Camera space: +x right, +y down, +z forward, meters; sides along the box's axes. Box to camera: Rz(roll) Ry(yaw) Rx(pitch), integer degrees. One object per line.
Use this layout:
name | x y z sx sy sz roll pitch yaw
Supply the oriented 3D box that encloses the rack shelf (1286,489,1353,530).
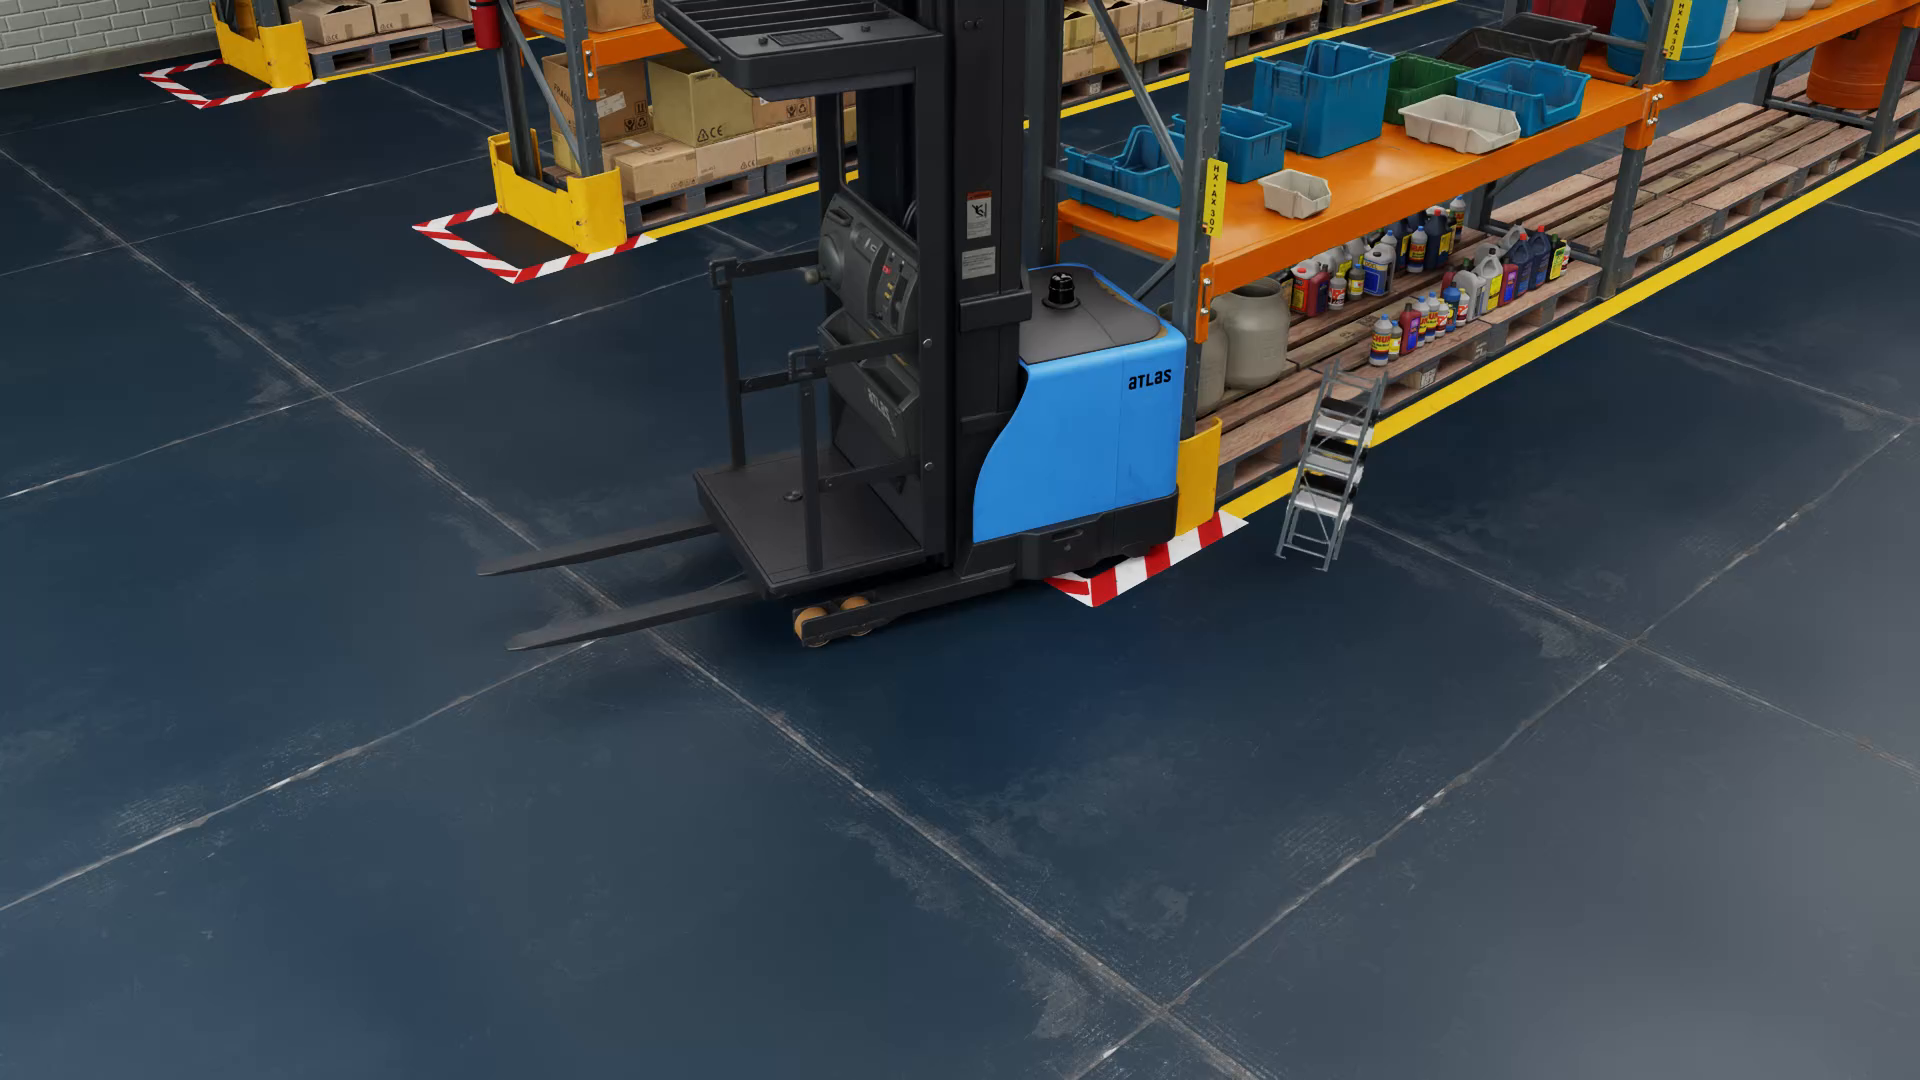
rack shelf | 1.613 -0.137 7.463 0.258 0.077 0.200 18 21 19

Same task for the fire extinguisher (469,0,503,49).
fire extinguisher | -3.075 -3.518 10.703 0.183 0.674 0.296 -26 40 -35

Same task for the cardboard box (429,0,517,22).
cardboard box | -4.485 -5.085 15.164 0.700 0.500 0.500 26 40 36

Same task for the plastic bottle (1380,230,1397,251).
plastic bottle | 2.531 -1.701 9.850 0.097 0.271 0.097 0 31 0

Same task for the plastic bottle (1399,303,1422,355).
plastic bottle | 2.412 -1.145 8.930 0.133 0.283 0.061 -25 39 -35

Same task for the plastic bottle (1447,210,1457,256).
plastic bottle | 2.948 -1.856 10.092 0.133 0.283 0.061 -26 40 -35

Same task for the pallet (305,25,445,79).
pallet | -5.368 -4.421 14.778 1.213 0.211 1.003 -26 40 -35

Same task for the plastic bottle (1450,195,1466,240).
plastic bottle | 3.094 -2.017 10.366 0.097 0.271 0.097 0 31 0

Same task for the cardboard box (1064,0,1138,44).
cardboard box | 1.103 -4.307 13.613 0.500 0.311 0.500 -26 40 -36

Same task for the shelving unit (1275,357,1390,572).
shelving unit | 1.652 -0.334 7.392 0.258 0.900 0.210 18 21 19

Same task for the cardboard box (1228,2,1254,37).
cardboard box | 2.227 -4.618 14.660 0.500 0.250 0.500 -25 39 -34

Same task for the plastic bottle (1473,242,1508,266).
plastic bottle | 3.089 -1.605 9.688 0.135 0.276 0.152 -26 40 -35

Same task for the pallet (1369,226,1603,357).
pallet | 3.105 -1.526 10.044 1.213 0.211 1.003 -26 40 -35

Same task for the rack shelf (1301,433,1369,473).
rack shelf | 1.663 -0.387 7.373 0.258 0.077 0.200 18 21 19

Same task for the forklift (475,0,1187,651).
forklift | -0.566 -1.113 6.761 3.031 2.935 1.130 -14 34 -21

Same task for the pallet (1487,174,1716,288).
pallet | 4.175 -2.042 10.887 1.213 0.211 1.003 -26 40 -35

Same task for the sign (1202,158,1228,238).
sign | 1.063 -1.425 6.940 0.005 0.325 0.100 -26 40 -35

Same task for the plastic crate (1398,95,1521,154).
plastic crate | 2.607 -2.153 8.648 0.437 0.136 0.530 -26 40 -35

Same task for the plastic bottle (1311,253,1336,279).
plastic bottle | 2.046 -1.492 9.504 0.135 0.276 0.152 -27 41 -37

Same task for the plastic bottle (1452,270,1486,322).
plastic bottle | 2.850 -1.386 9.331 0.135 0.276 0.152 -25 39 -35

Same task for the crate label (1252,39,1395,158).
crate label | 1.858 -2.291 8.587 0.616 0.435 0.502 -26 40 -35

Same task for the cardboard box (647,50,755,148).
cardboard box | -1.763 -3.025 11.336 0.500 0.500 0.500 -26 40 -35

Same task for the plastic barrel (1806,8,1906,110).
plastic barrel | 6.906 -3.790 12.751 0.708 0.830 0.600 -26 40 -35

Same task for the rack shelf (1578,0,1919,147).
rack shelf | 5.092 -3.341 11.027 4.000 0.370 1.077 -26 40 -35

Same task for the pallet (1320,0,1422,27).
pallet | 3.767 -5.314 16.238 1.213 0.211 1.003 -26 40 -35

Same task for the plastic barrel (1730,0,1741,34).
plastic barrel | 4.700 -3.290 10.388 0.301 0.262 0.301 0 31 0

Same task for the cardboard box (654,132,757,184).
cardboard box | -1.764 -2.705 11.532 0.500 0.250 0.500 -26 40 -35

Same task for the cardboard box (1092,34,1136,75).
cardboard box | 1.100 -4.070 13.763 0.500 0.250 0.500 -25 39 -34

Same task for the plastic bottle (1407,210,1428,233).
plastic bottle | 2.751 -1.868 10.047 0.185 0.351 0.144 -25 39 -34

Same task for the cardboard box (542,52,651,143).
cardboard box | -2.482 -3.046 11.370 0.500 0.500 0.500 -26 40 -35

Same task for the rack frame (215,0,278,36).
rack frame | -6.044 -5.309 13.557 0.127 3.000 1.000 -26 40 -35

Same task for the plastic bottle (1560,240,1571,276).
plastic bottle | 3.571 -1.684 9.890 0.097 0.201 0.097 0 31 0

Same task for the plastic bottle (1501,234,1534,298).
plastic bottle | 3.208 -1.589 9.591 0.144 0.351 0.185 27 40 37

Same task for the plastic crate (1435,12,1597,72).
plastic crate | 3.155 -2.775 9.472 0.504 0.338 0.767 -26 40 -35

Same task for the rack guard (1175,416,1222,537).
rack guard | 0.716 -0.498 8.085 0.348 0.500 1.175 -26 40 -35

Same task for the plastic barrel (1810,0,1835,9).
plastic barrel | 5.641 -3.809 10.996 0.421 0.512 0.421 0 31 0

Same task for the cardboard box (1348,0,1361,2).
cardboard box | 3.721 -5.427 15.723 0.500 0.500 0.500 -24 39 -34

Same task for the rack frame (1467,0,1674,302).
rack frame | 3.625 -2.938 9.680 0.127 3.000 1.000 -26 40 -35

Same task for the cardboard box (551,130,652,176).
cardboard box | -2.481 -2.725 11.564 0.500 0.250 0.500 -26 40 -35

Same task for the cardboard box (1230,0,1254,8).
cardboard box | 2.228 -4.854 14.508 0.500 0.311 0.500 -26 40 -36

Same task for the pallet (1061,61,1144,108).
pallet | 0.774 -3.921 13.960 1.213 0.211 1.003 -26 40 -35

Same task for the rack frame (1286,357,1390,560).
rack frame | 1.694 -0.358 7.482 0.240 0.900 0.006 18 21 19

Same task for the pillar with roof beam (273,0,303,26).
pillar with roof beam | -3.191 -6.801 10.246 0.400 9.000 9.100 -26 40 -35

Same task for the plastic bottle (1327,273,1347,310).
plastic bottle | 2.145 -1.419 9.457 0.097 0.201 0.097 0 31 0

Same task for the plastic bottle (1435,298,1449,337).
plastic bottle | 2.631 -1.229 9.146 0.097 0.201 0.097 0 31 0
